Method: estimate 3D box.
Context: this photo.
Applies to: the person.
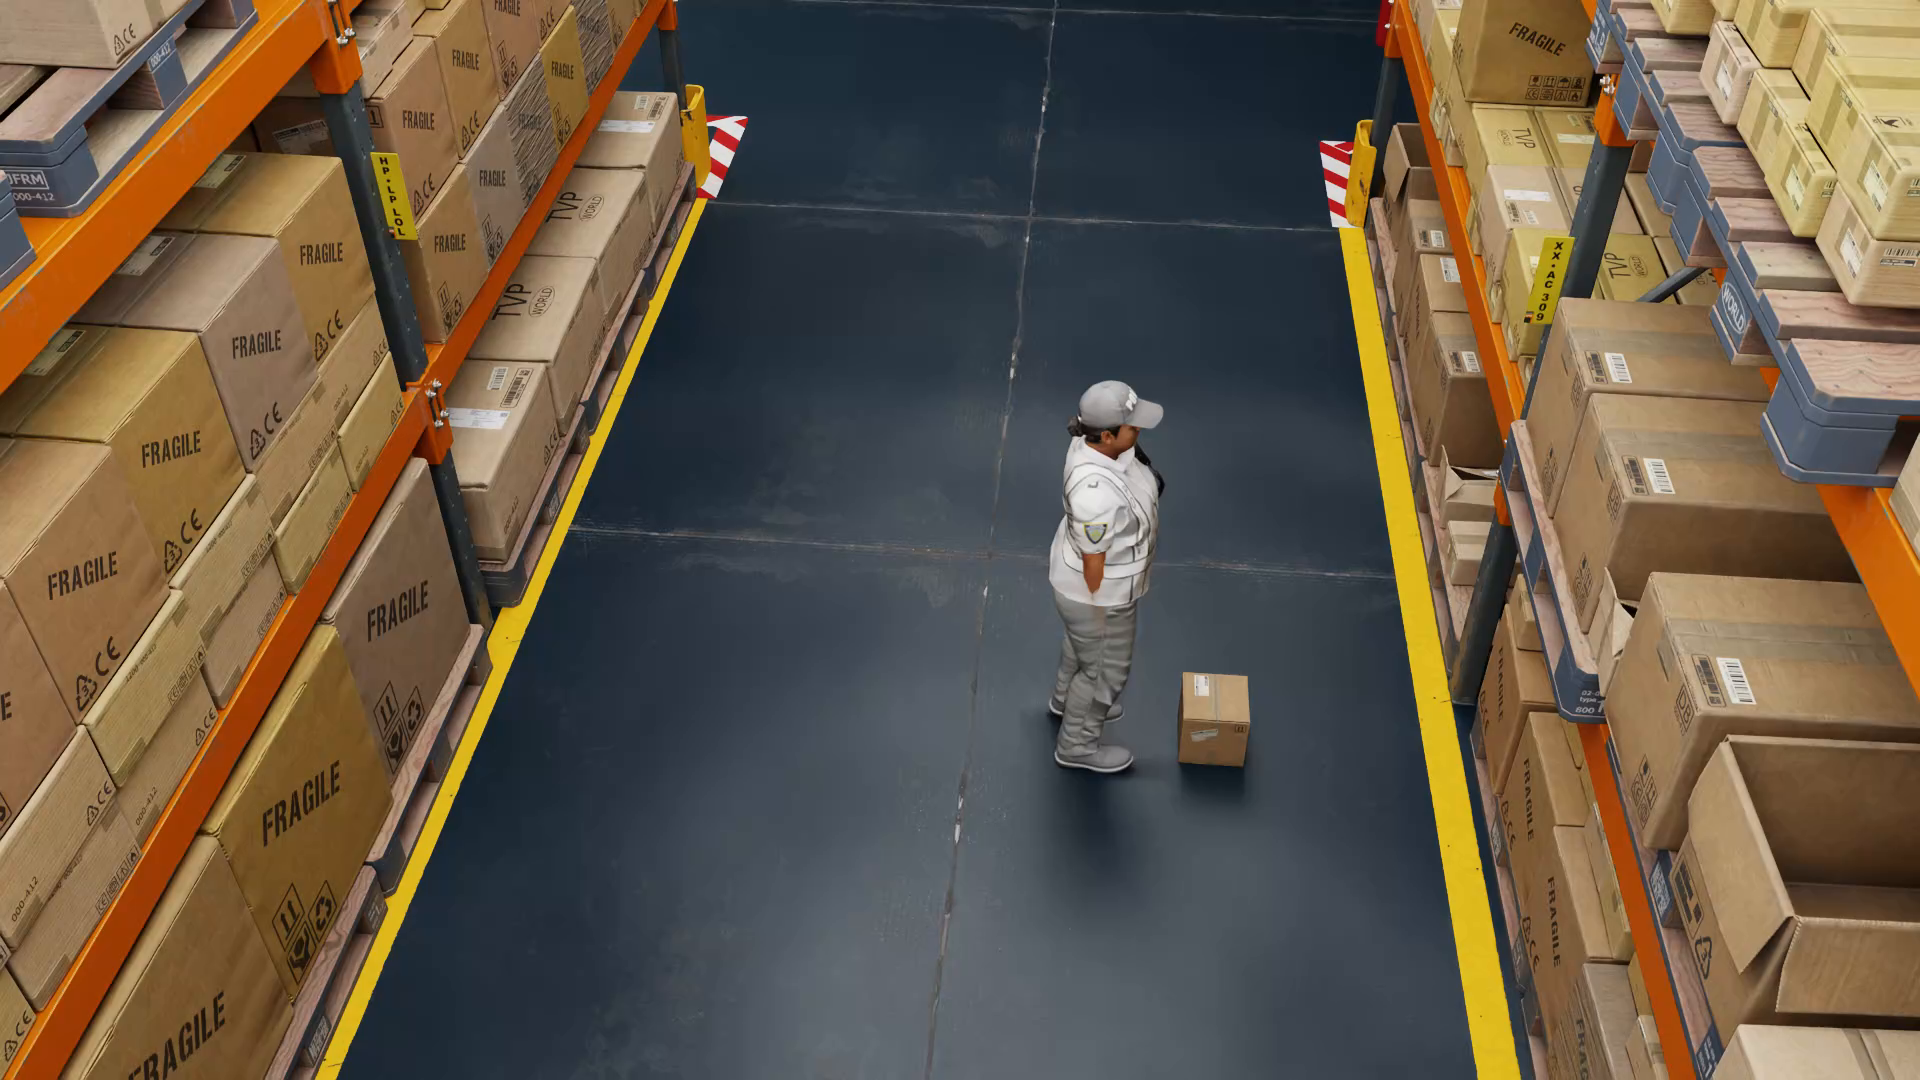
[{"bbox_3d":[0.517,0.131,6.014,0.391,1.669,0.465,4,40,5],"label":"person"}]
